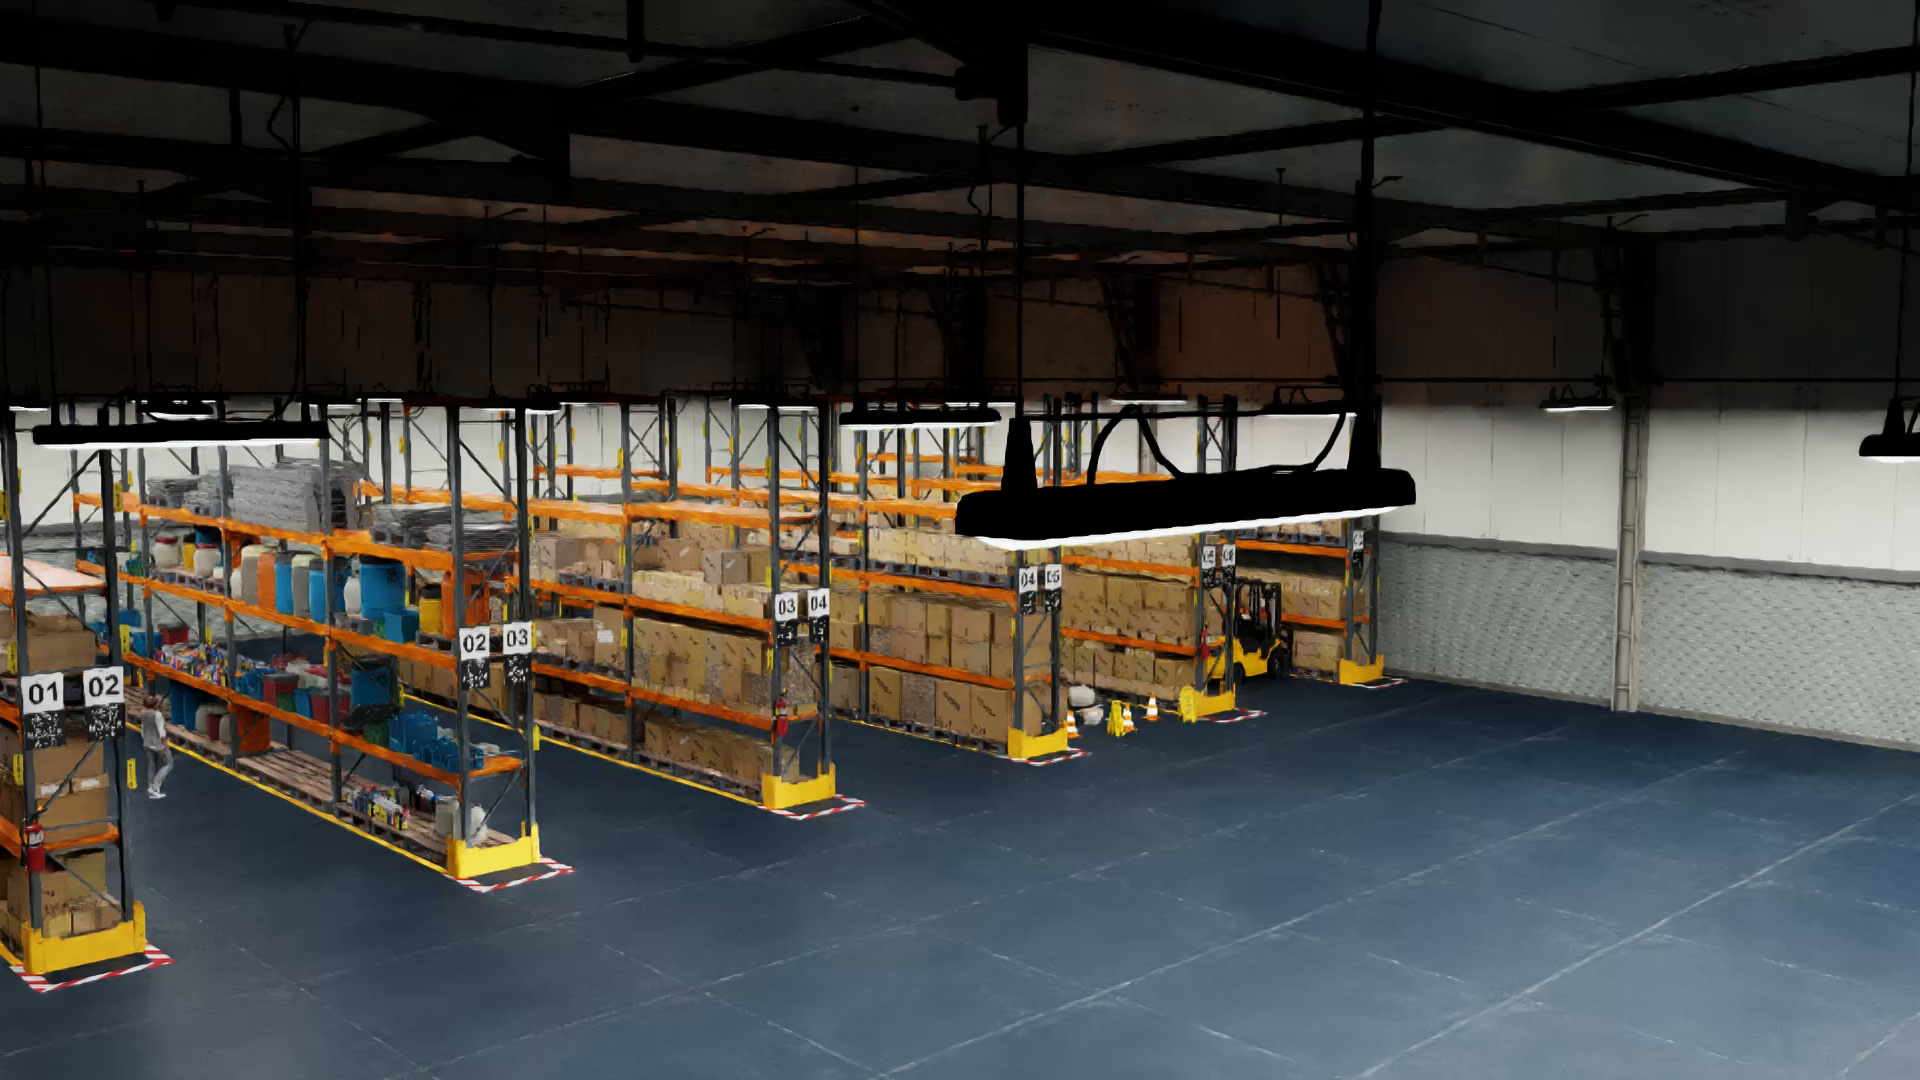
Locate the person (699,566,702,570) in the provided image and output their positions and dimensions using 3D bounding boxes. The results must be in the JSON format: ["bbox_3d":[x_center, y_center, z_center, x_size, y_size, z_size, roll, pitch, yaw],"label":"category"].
[{"bbox_3d":[-6.208,1.522,40.439,0.388,1.789,0.644,-4,7,-34],"label":"person"}]

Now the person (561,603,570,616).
[{"bbox_3d":[-10.410,1.327,43.621,0.513,1.604,0.592,5,8,44],"label":"person"}]

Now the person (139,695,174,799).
[{"bbox_3d":[-12.134,3.125,25.037,0.459,1.581,0.407,2,6,16],"label":"person"}]
